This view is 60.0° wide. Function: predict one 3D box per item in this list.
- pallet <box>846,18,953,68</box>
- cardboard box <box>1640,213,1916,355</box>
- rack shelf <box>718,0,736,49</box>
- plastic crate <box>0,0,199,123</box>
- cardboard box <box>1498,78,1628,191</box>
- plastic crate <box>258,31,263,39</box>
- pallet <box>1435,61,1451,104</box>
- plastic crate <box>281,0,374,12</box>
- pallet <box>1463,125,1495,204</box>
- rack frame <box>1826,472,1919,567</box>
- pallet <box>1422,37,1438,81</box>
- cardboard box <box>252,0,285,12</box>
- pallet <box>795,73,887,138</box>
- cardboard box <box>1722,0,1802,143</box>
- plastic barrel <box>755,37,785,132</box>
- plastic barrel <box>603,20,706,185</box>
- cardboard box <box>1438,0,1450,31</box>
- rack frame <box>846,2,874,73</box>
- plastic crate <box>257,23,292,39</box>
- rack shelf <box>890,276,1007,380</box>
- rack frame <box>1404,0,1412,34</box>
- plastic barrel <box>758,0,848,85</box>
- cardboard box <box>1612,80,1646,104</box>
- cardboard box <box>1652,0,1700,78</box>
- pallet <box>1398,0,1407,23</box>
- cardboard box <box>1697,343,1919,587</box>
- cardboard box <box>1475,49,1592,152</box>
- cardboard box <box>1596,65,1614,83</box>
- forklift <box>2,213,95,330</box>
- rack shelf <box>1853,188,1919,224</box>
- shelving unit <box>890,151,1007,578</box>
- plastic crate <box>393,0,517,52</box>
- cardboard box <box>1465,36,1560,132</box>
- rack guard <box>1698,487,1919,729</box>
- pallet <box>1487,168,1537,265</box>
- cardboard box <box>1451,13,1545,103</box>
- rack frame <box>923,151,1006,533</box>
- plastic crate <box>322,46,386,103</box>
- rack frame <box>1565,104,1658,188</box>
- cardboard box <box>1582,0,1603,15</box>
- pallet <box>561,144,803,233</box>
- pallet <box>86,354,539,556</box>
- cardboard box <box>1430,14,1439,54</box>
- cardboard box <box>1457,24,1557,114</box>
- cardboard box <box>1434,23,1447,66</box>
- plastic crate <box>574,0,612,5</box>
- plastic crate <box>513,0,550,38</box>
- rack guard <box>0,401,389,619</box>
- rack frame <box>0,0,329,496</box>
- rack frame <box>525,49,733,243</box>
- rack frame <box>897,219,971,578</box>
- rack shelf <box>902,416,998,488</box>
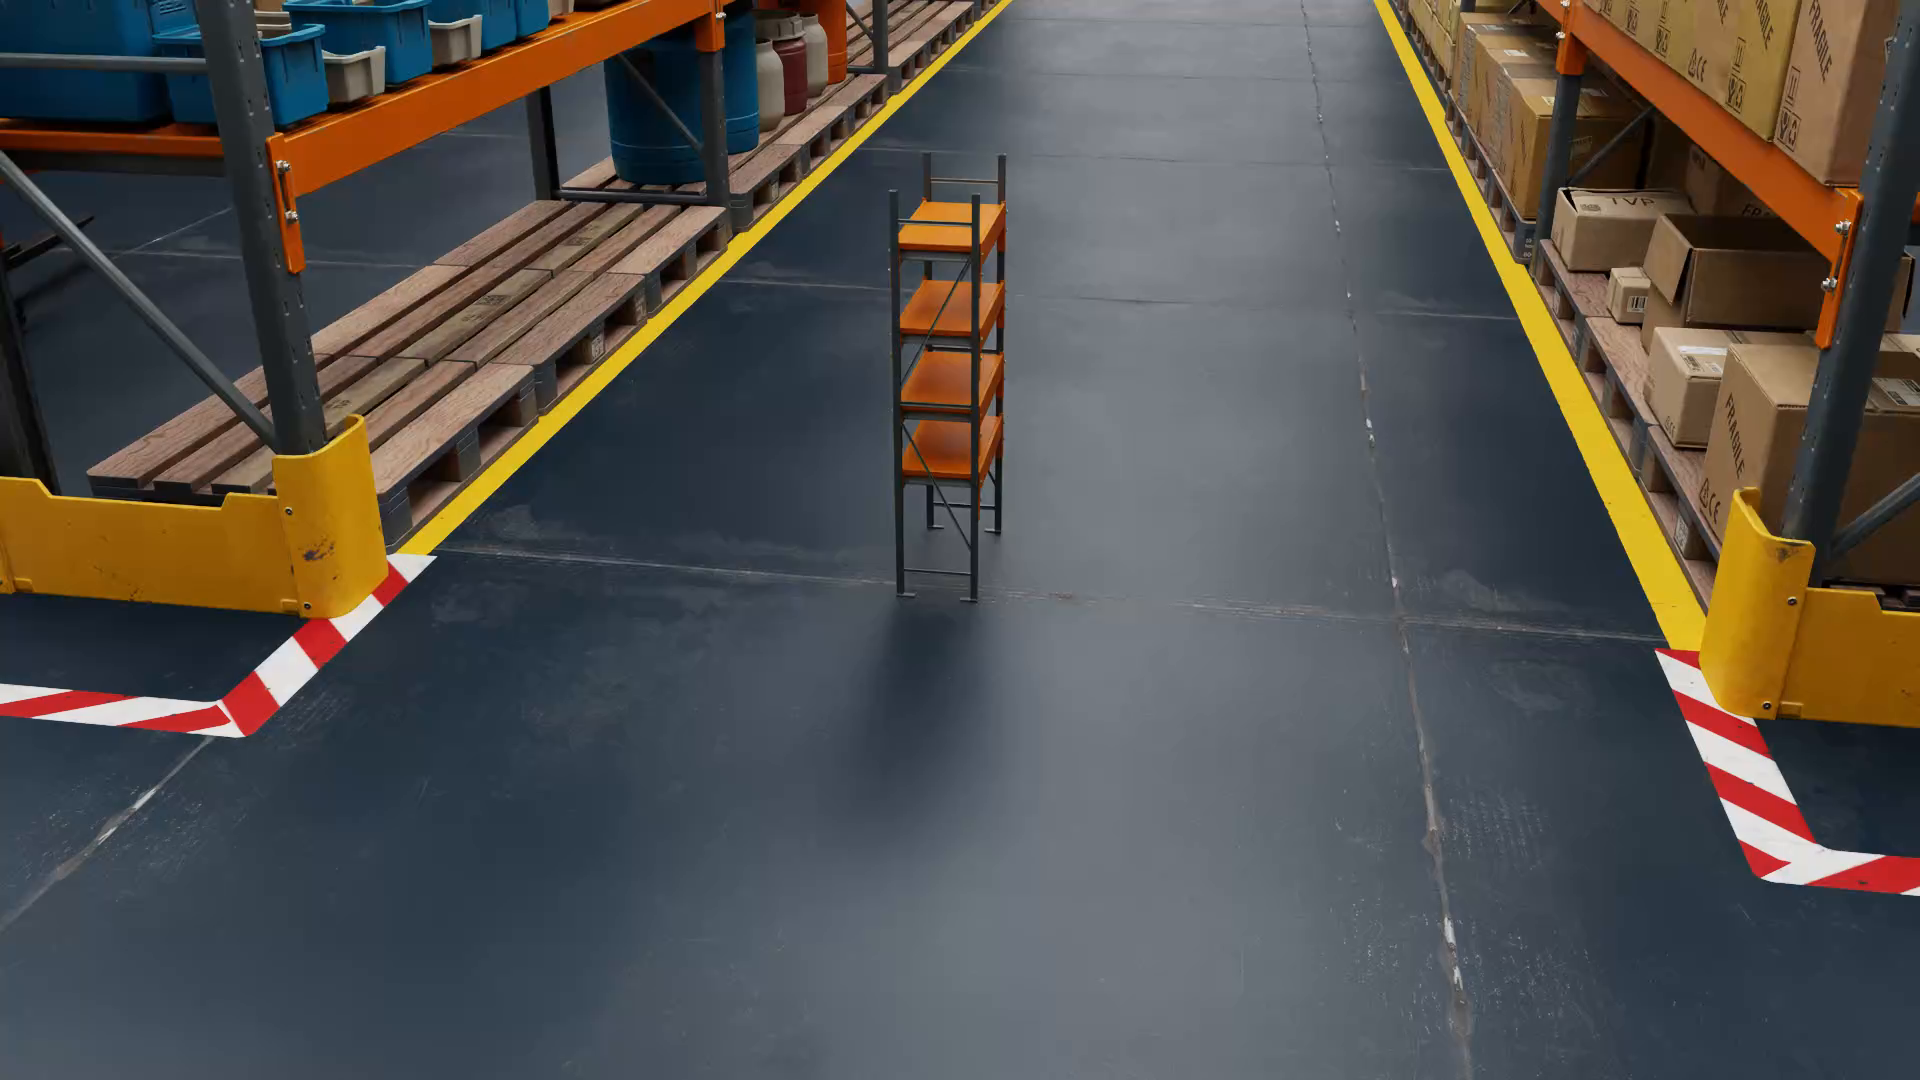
[{"bbox_3d":[-0.653,-4.163,13.895,1.003,0.211,1.213,4,25,9],"label":"pallet"},{"bbox_3d":[2.911,-0.861,5.977,0.797,0.503,0.637,4,25,9],"label":"cardboard box"},{"bbox_3d":[-1.347,-3.434,9.896,1.077,0.370,4.000,4,25,9],"label":"rack shelf"},{"bbox_3d":[-2.457,-1.446,4.689,0.616,0.435,0.499,4,25,9],"label":"plastic crate"},{"bbox_3d":[3.099,-2.078,8.581,0.500,0.500,0.500,4,25,9],"label":"cardboard box"},{"bbox_3d":[-2.373,-1.511,5.181,0.396,0.136,0.243,4,25,9],"label":"plastic crate"},{"bbox_3d":[1.155,-3.956,10.150,6.198,3.011,5.144,4,25,9],"label":"pallet"},{"bbox_3d":[-2.260,-1.875,5.958,0.298,0.136,0.250,4,25,9],"label":"plastic crate"},{"bbox_3d":[3.505,-2.170,9.637,1.003,0.211,1.213,4,25,9],"label":"pallet"},{"bbox_3d":[2.562,-0.905,3.645,0.949,2.616,0.053,4,25,9],"label":"rack frame"},{"bbox_3d":[4.241,-3.839,13.202,1.003,0.211,1.213,4,25,9],"label":"pallet"},{"bbox_3d":[-5.817,-4.288,13.302,0.700,0.500,0.500,3,25,6],"label":"cardboard box"},{"bbox_3d":[-1.108,-3.000,11.411,1.003,0.211,1.213,4,25,9],"label":"pallet"},{"bbox_3d":[2.445,-1.374,4.529,0.500,0.500,0.500,4,25,9],"label":"cardboard box"},{"bbox_3d":[-1.272,-2.739,10.003,0.421,0.512,0.421,0,25,0],"label":"plastic barrel"},{"bbox_3d":[-1.568,-2.389,8.796,0.600,0.901,0.708,4,25,9],"label":"plastic barrel"},{"bbox_3d":[3.787,-3.904,12.139,0.500,0.311,0.500,4,25,8],"label":"cardboard box"},{"bbox_3d":[-1.023,-4.596,11.531,0.949,2.616,0.053,4,25,9],"label":"rack frame"},{"bbox_3d":[-2.311,-1.632,5.438,0.396,0.136,0.243,4,25,9],"label":"plastic crate"},{"bbox_3d":[-0.027,-0.616,4.781,0.258,0.148,0.480,4,25,9],"label":"rack shelf"},{"bbox_3d":[4.520,-5.924,14.368,1.000,3.000,0.127,4,25,9],"label":"rack frame"},{"bbox_3d":[-1.083,-3.598,11.462,0.600,0.830,0.708,4,25,9],"label":"plastic barrel"},{"bbox_3d":[3.608,-2.055,8.531,0.500,0.500,0.500,4,25,9],"label":"cardboard box"},{"bbox_3d":[2.614,-1.793,5.425,0.500,0.500,0.500,4,25,8],"label":"cardboard box"},{"bbox_3d":[4.691,-4.991,15.664,1.003,0.211,1.213,4,25,9],"label":"pallet"},{"bbox_3d":[2.405,-0.217,4.605,0.500,0.500,0.500,4,25,9],"label":"cardboard box"},{"bbox_3d":[3.263,-2.500,9.483,0.500,0.500,0.500,3,25,7],"label":"cardboard box"},{"bbox_3d":[3.697,-2.263,8.976,0.500,0.500,0.500,4,25,9],"label":"cardboard box"},{"bbox_3d":[-4.571,-2.080,6.236,1.130,2.935,3.031,0,25,0],"label":"forklift"},{"bbox_3d":[2.886,-1.537,5.529,0.919,0.052,3.809,4,25,9],"label":"rack shelf"},{"bbox_3d":[-0.027,-0.475,4.850,0.258,1.200,0.499,4,25,9],"label":"shelving unit"},{"bbox_3d":[-1.747,-1.833,5.754,0.416,0.233,0.300,4,25,9],"label":"plastic crate"},{"bbox_3d":[3.829,-3.251,11.026,1.136,0.551,3.017,3,25,7],"label":"cardboard box"},{"bbox_3d":[2.571,0.195,4.244,1.175,0.500,0.348,4,25,9],"label":"rack guard"},{"bbox_3d":[3.308,-1.658,8.544,1.003,0.211,1.213,4,25,9],"label":"pallet"},{"bbox_3d":[3.510,-3.148,10.866,0.500,0.500,0.500,5,26,11],"label":"cardboard box"},{"bbox_3d":[0.013,-0.576,5.066,0.240,1.200,0.015,4,25,9],"label":"rack frame"},{"bbox_3d":[-1.828,-1.367,4.872,0.250,0.136,0.298,4,25,9],"label":"plastic crate"},{"bbox_3d":[3.216,-2.578,7.220,0.949,2.616,0.053,4,25,9],"label":"rack frame"},{"bbox_3d":[2.860,-2.429,6.784,0.500,0.500,0.500,5,25,10],"label":"cardboard box"},{"bbox_3d":[-1.506,-1.980,9.231,1.003,0.211,1.213,4,25,9],"label":"pallet"},{"bbox_3d":[-2.154,-0.329,5.705,1.003,0.211,1.213,4,25,9],"label":"pallet"},{"bbox_3d":[3.877,-3.859,12.704,0.500,0.250,0.500,5,25,10],"label":"cardboard box"},{"bbox_3d":[3.430,-2.928,10.398,0.500,0.500,0.500,3,25,7],"label":"cardboard box"},{"bbox_3d":[3.792,-3.649,12.255,0.500,0.250,0.500,4,25,8],"label":"cardboard box"},{"bbox_3d":[-1.592,-2.339,6.962,0.437,0.125,0.590,4,25,9],"label":"plastic crate"},{"bbox_3d":[-1.698,-1.958,6.022,0.416,0.233,0.300,4,25,9],"label":"plastic crate"},{"bbox_3d":[-2.318,-0.107,4.889,1.175,0.500,0.348,4,25,9],"label":"rack guard"},{"bbox_3d":[-2.327,-1.250,4.382,1.000,3.000,0.127,4,25,9],"label":"rack frame"},{"bbox_3d":[-1.674,-2.923,7.957,1.000,3.000,0.127,4,25,9],"label":"rack frame"},{"bbox_3d":[-0.068,-0.372,4.630,0.228,1.046,0.006,4,25,9],"label":"rack frame"},{"bbox_3d":[-0.027,-0.269,4.944,0.221,0.050,0.457,4,25,9],"label":"rack shelf"}]
